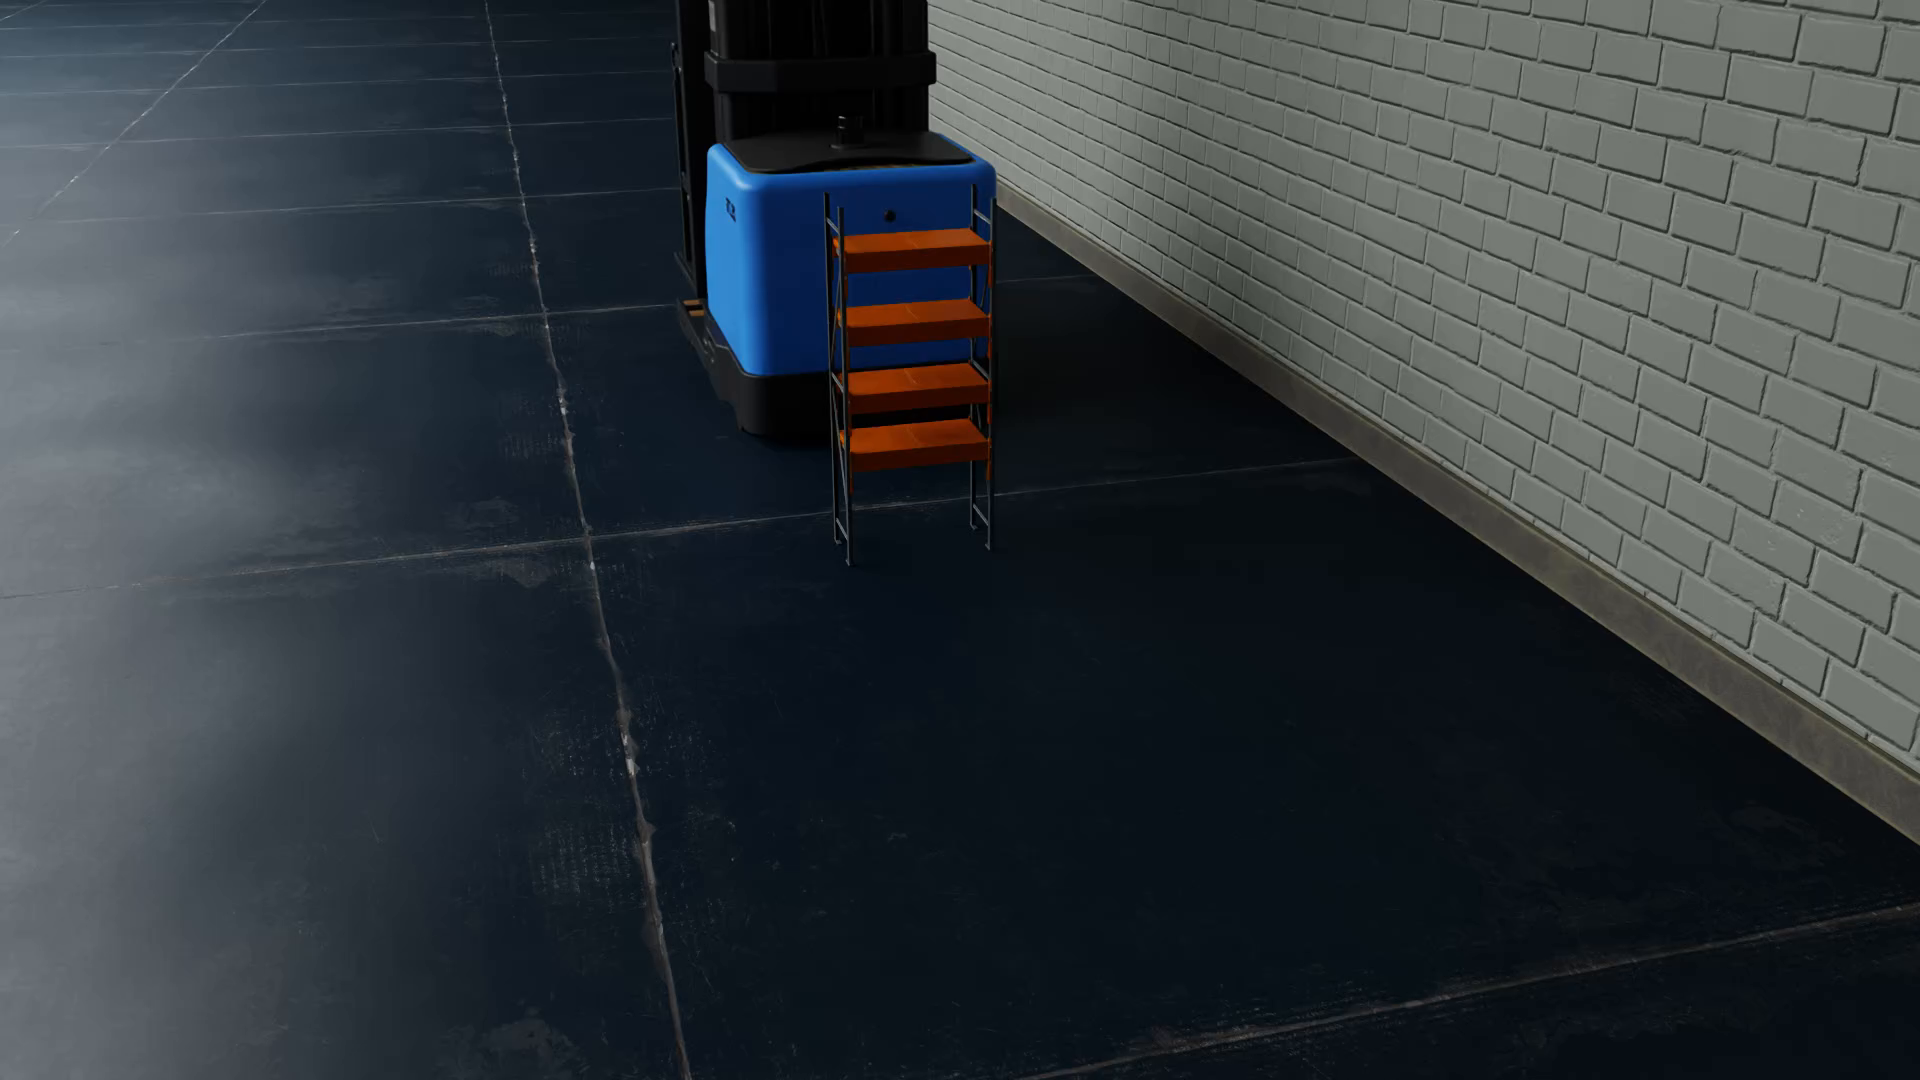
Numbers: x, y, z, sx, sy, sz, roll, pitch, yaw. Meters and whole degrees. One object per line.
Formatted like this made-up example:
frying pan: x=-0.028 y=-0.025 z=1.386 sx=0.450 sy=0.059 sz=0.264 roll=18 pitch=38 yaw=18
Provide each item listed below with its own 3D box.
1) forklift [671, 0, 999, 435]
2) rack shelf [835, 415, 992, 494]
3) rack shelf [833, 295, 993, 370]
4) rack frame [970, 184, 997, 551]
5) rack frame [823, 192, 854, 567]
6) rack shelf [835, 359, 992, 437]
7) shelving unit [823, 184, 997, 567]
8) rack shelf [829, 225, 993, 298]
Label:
forklift: x=-0.746 y=-2.311 z=7.419 sx=1.130 sy=2.935 sz=3.031 roll=-7 pitch=24 yaw=-15
rack shelf: x=-0.159 y=-0.289 z=5.577 sx=0.480 sy=0.148 sz=0.258 roll=-6 pitch=24 yaw=-14
rack shelf: x=-0.159 y=-0.678 z=5.411 sx=0.480 sy=0.148 sz=0.258 roll=-6 pitch=24 yaw=-14
rack frame: x=0.076 y=-0.560 z=5.533 sx=0.015 sy=1.200 sz=0.240 roll=-6 pitch=24 yaw=-14
rack frame: x=-0.394 y=-0.508 z=5.412 sx=0.015 sy=1.200 sz=0.240 roll=-6 pitch=24 yaw=-14
rack shelf: x=-0.159 y=-0.472 z=5.499 sx=0.480 sy=0.148 sz=0.258 roll=-6 pitch=24 yaw=-14
shelving unit: x=-0.159 y=-0.534 z=5.472 sx=0.503 sy=1.200 sz=0.258 roll=-6 pitch=24 yaw=-14
rack shelf: x=-0.159 y=-0.895 z=5.317 sx=0.480 sy=0.148 sz=0.258 roll=-6 pitch=24 yaw=-14
